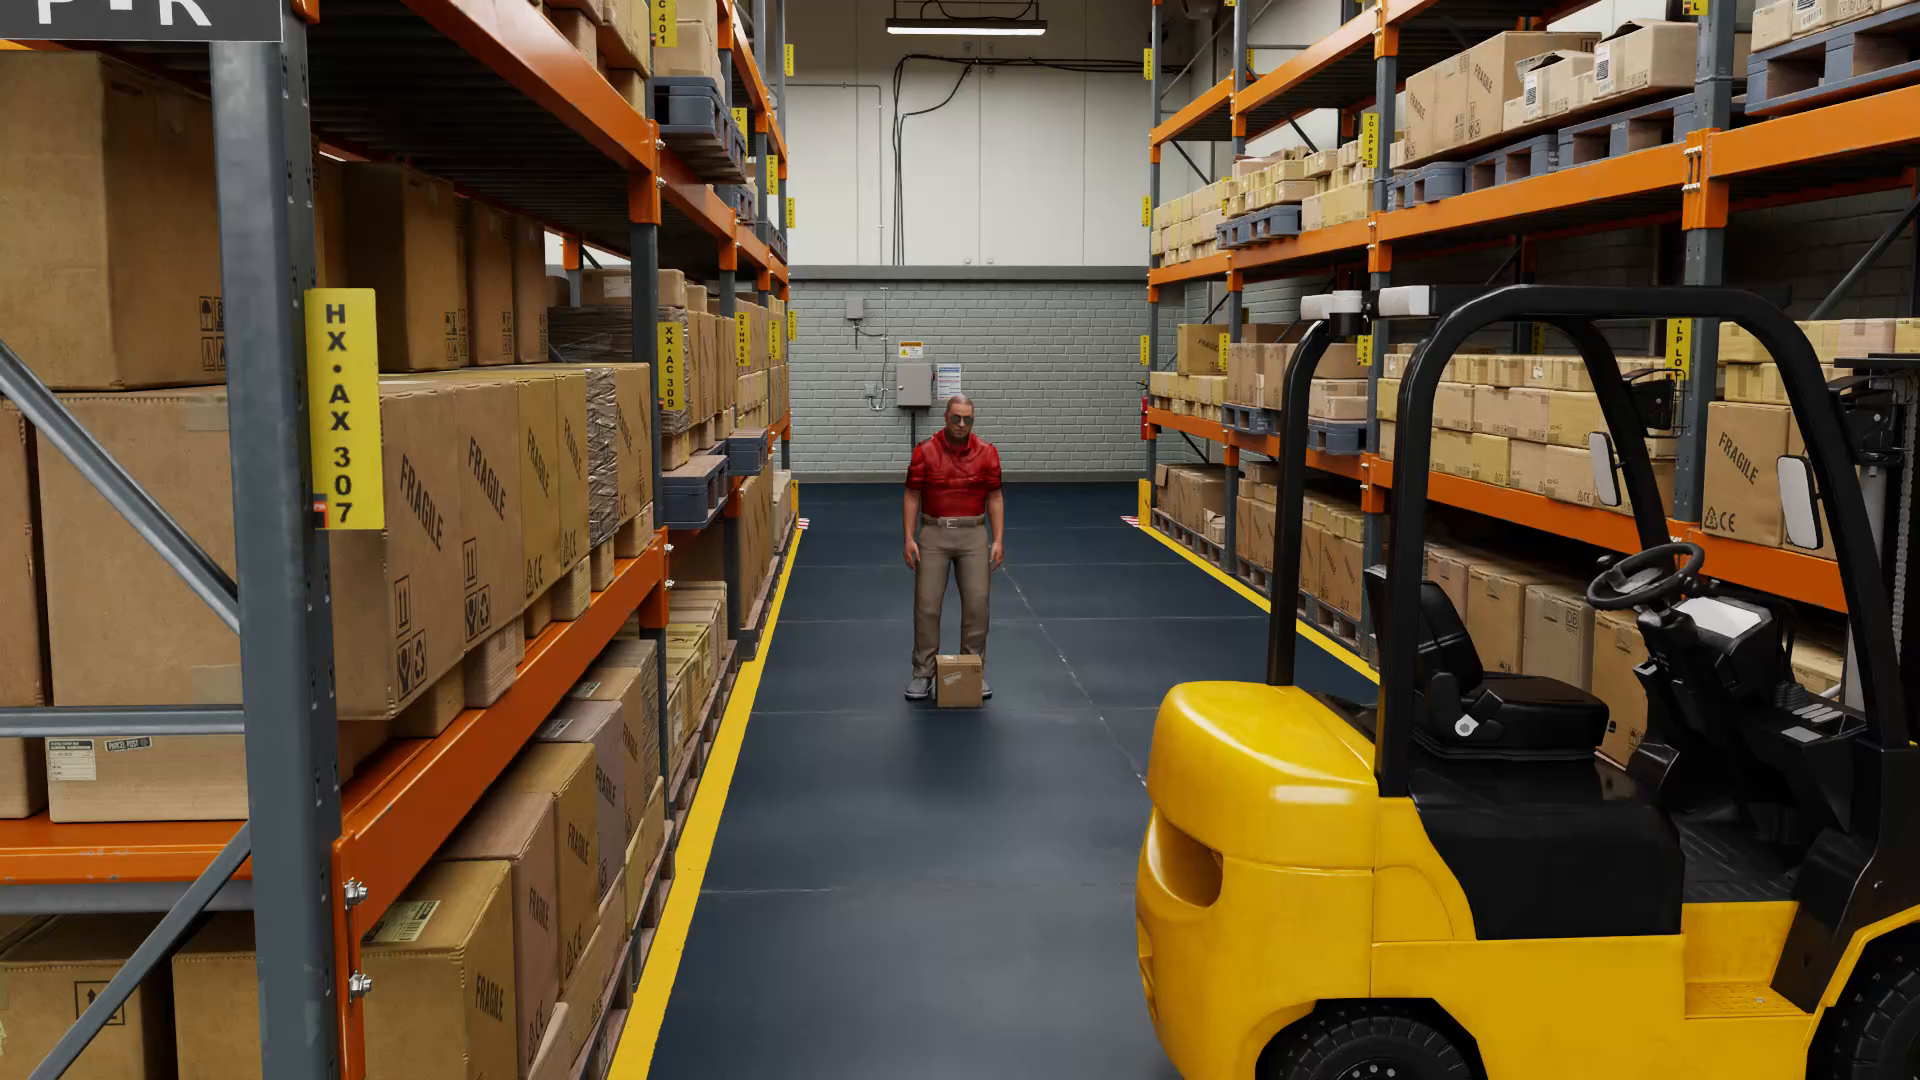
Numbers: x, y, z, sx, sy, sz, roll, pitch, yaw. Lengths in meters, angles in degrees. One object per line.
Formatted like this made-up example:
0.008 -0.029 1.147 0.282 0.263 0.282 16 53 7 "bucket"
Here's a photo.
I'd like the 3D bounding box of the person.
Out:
-0.036 0.030 9.552 0.589 1.725 0.392 -1 7 -7 "person"
